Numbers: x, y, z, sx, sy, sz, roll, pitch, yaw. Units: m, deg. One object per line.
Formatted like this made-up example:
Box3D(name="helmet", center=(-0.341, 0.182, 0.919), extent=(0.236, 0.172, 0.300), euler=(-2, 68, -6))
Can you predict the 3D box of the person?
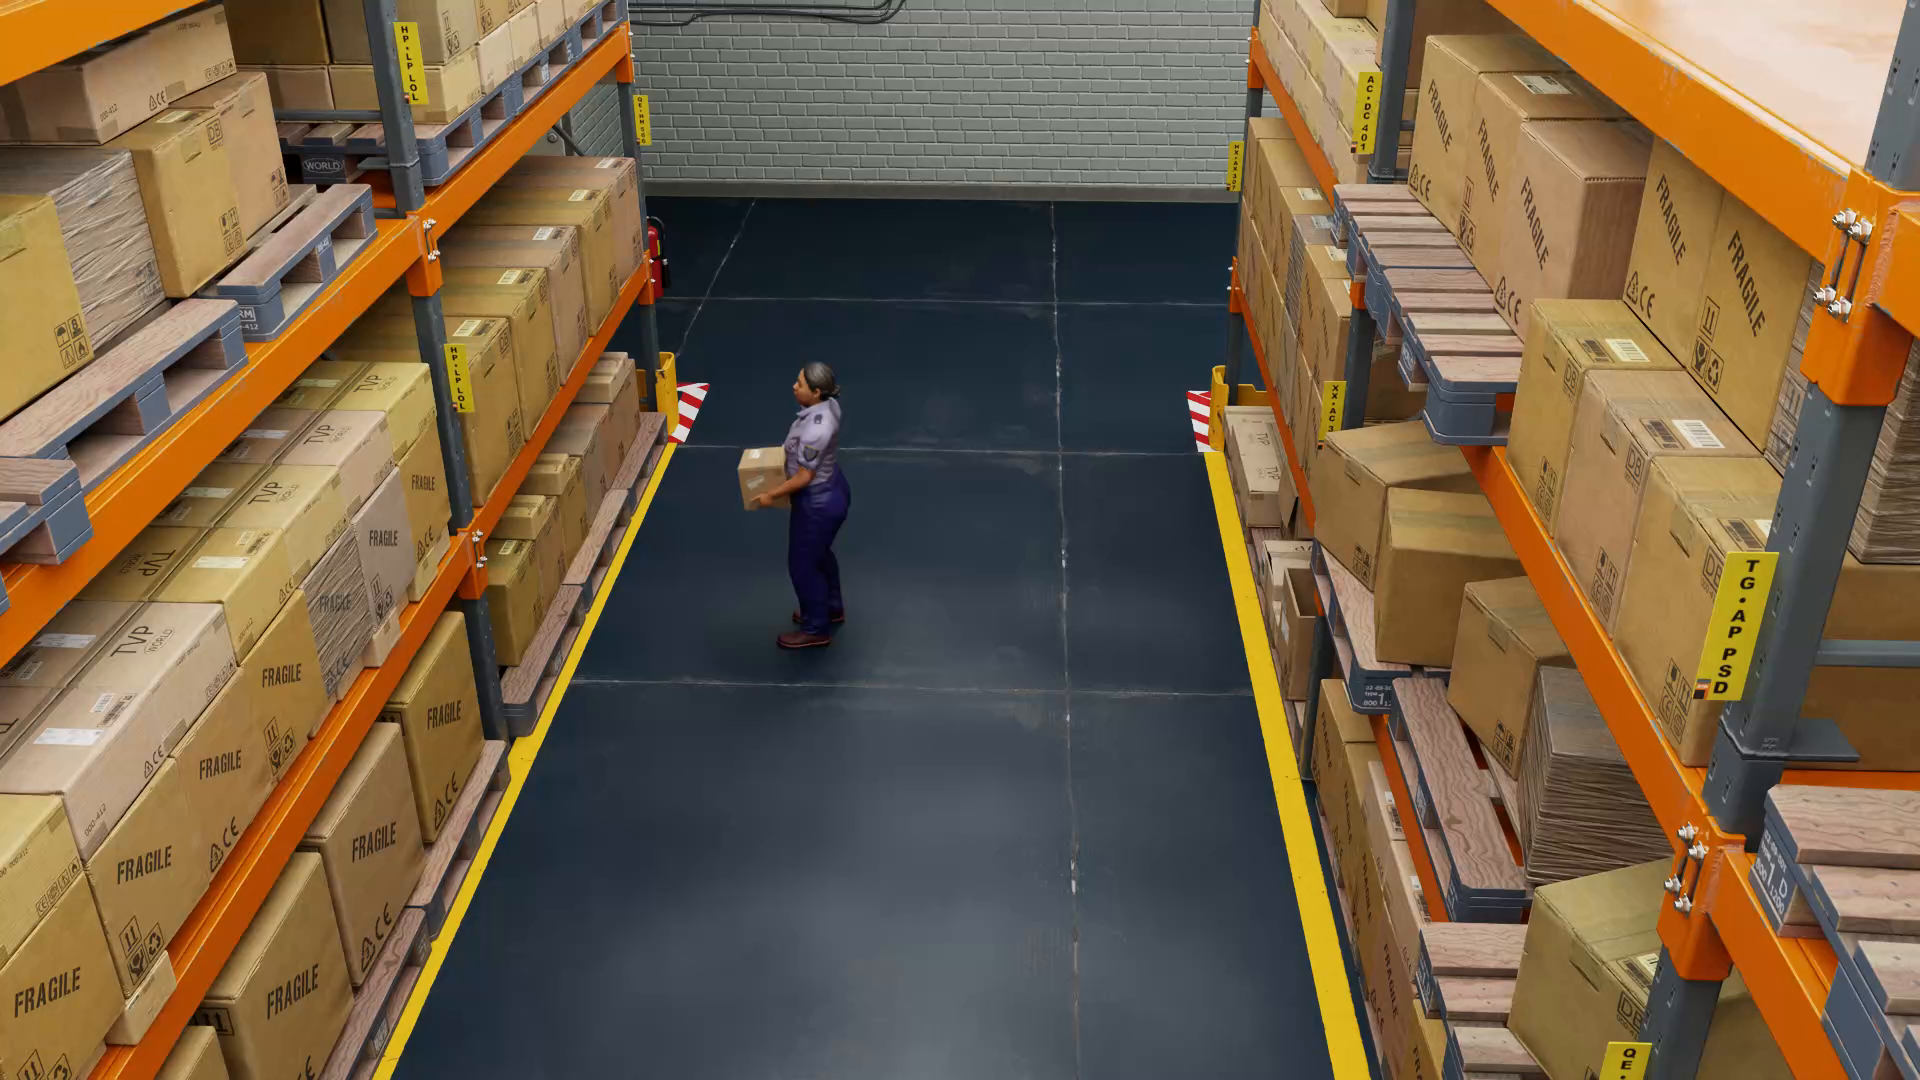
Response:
Box3D(name="person", center=(-0.855, -0.198, 9.006), extent=(0.511, 1.647, 0.471), euler=(1, 28, 2))
